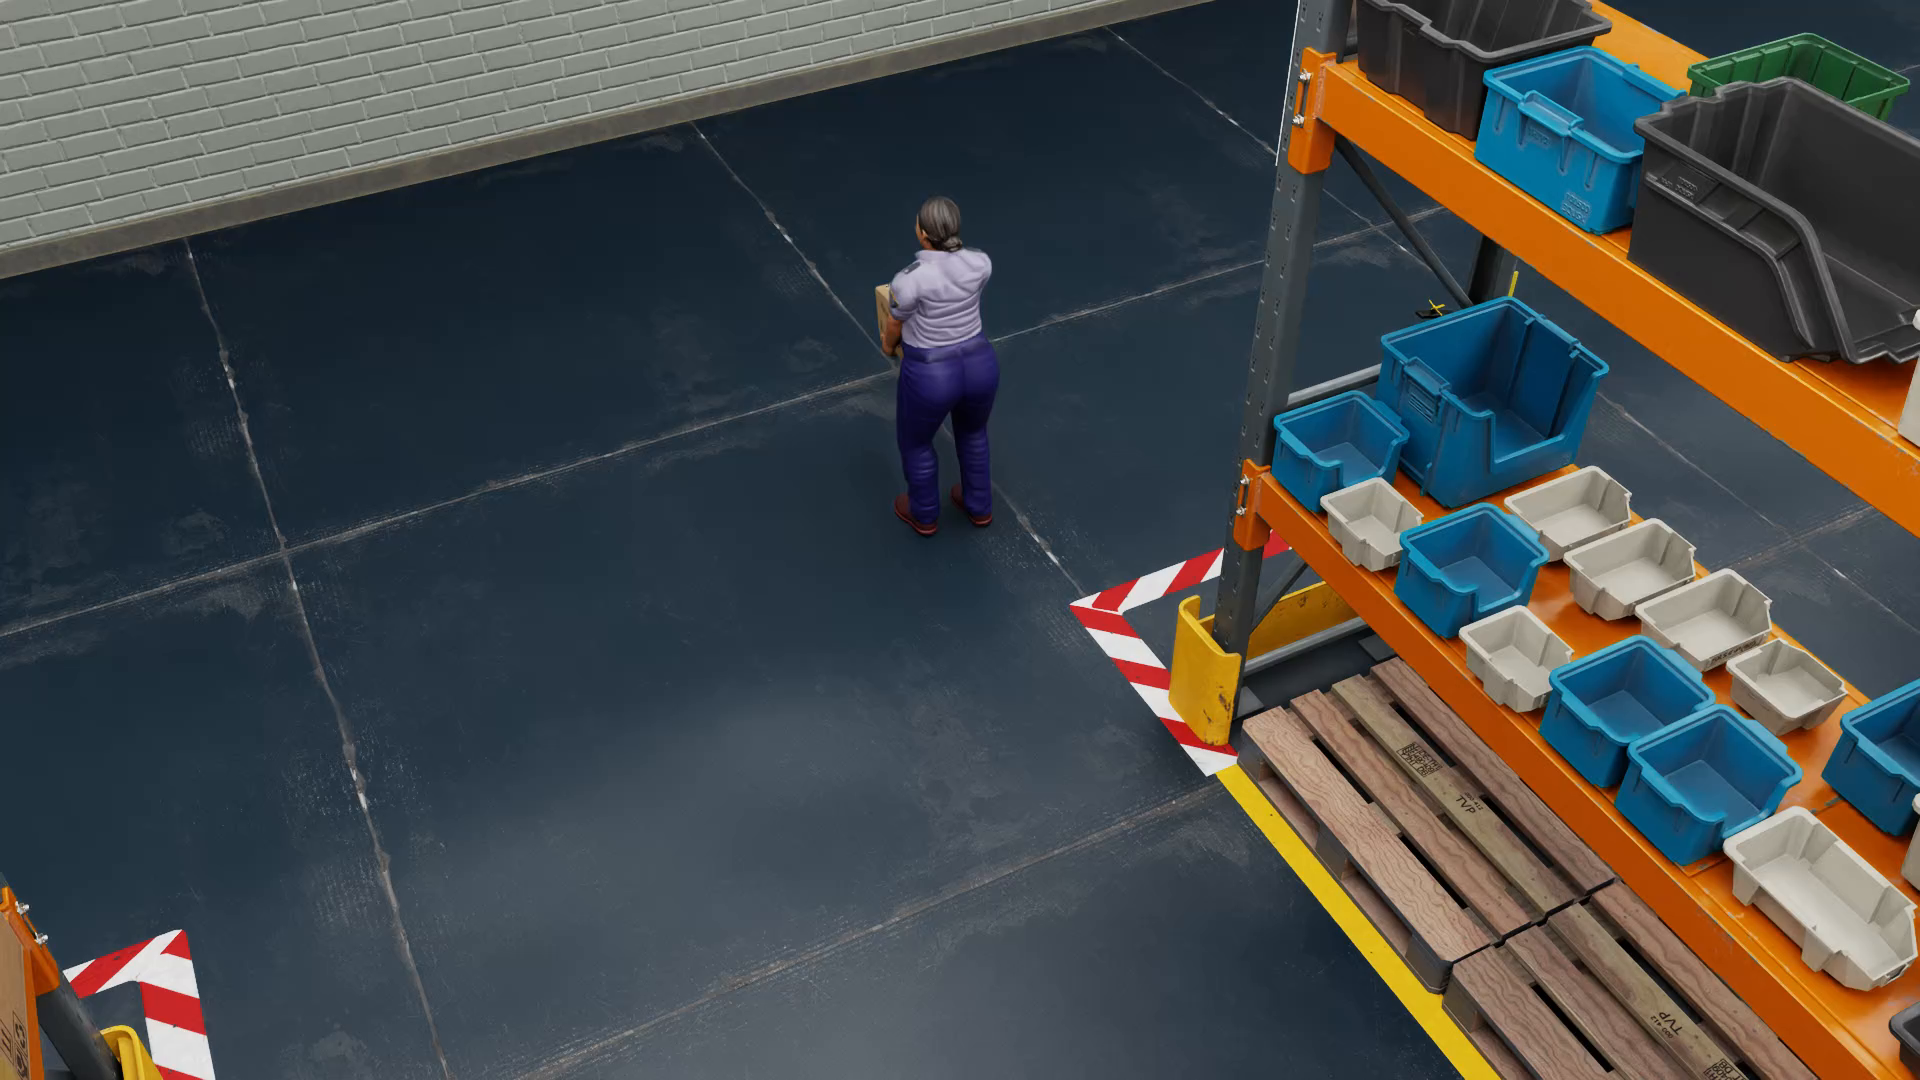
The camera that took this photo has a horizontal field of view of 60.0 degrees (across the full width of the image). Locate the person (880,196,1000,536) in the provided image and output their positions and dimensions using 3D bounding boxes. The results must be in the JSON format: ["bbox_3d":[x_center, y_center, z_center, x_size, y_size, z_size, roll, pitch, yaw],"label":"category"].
[{"bbox_3d":[-0.104,-0.742,7.017,0.435,1.646,0.535,-20,45,-21],"label":"person"}]
